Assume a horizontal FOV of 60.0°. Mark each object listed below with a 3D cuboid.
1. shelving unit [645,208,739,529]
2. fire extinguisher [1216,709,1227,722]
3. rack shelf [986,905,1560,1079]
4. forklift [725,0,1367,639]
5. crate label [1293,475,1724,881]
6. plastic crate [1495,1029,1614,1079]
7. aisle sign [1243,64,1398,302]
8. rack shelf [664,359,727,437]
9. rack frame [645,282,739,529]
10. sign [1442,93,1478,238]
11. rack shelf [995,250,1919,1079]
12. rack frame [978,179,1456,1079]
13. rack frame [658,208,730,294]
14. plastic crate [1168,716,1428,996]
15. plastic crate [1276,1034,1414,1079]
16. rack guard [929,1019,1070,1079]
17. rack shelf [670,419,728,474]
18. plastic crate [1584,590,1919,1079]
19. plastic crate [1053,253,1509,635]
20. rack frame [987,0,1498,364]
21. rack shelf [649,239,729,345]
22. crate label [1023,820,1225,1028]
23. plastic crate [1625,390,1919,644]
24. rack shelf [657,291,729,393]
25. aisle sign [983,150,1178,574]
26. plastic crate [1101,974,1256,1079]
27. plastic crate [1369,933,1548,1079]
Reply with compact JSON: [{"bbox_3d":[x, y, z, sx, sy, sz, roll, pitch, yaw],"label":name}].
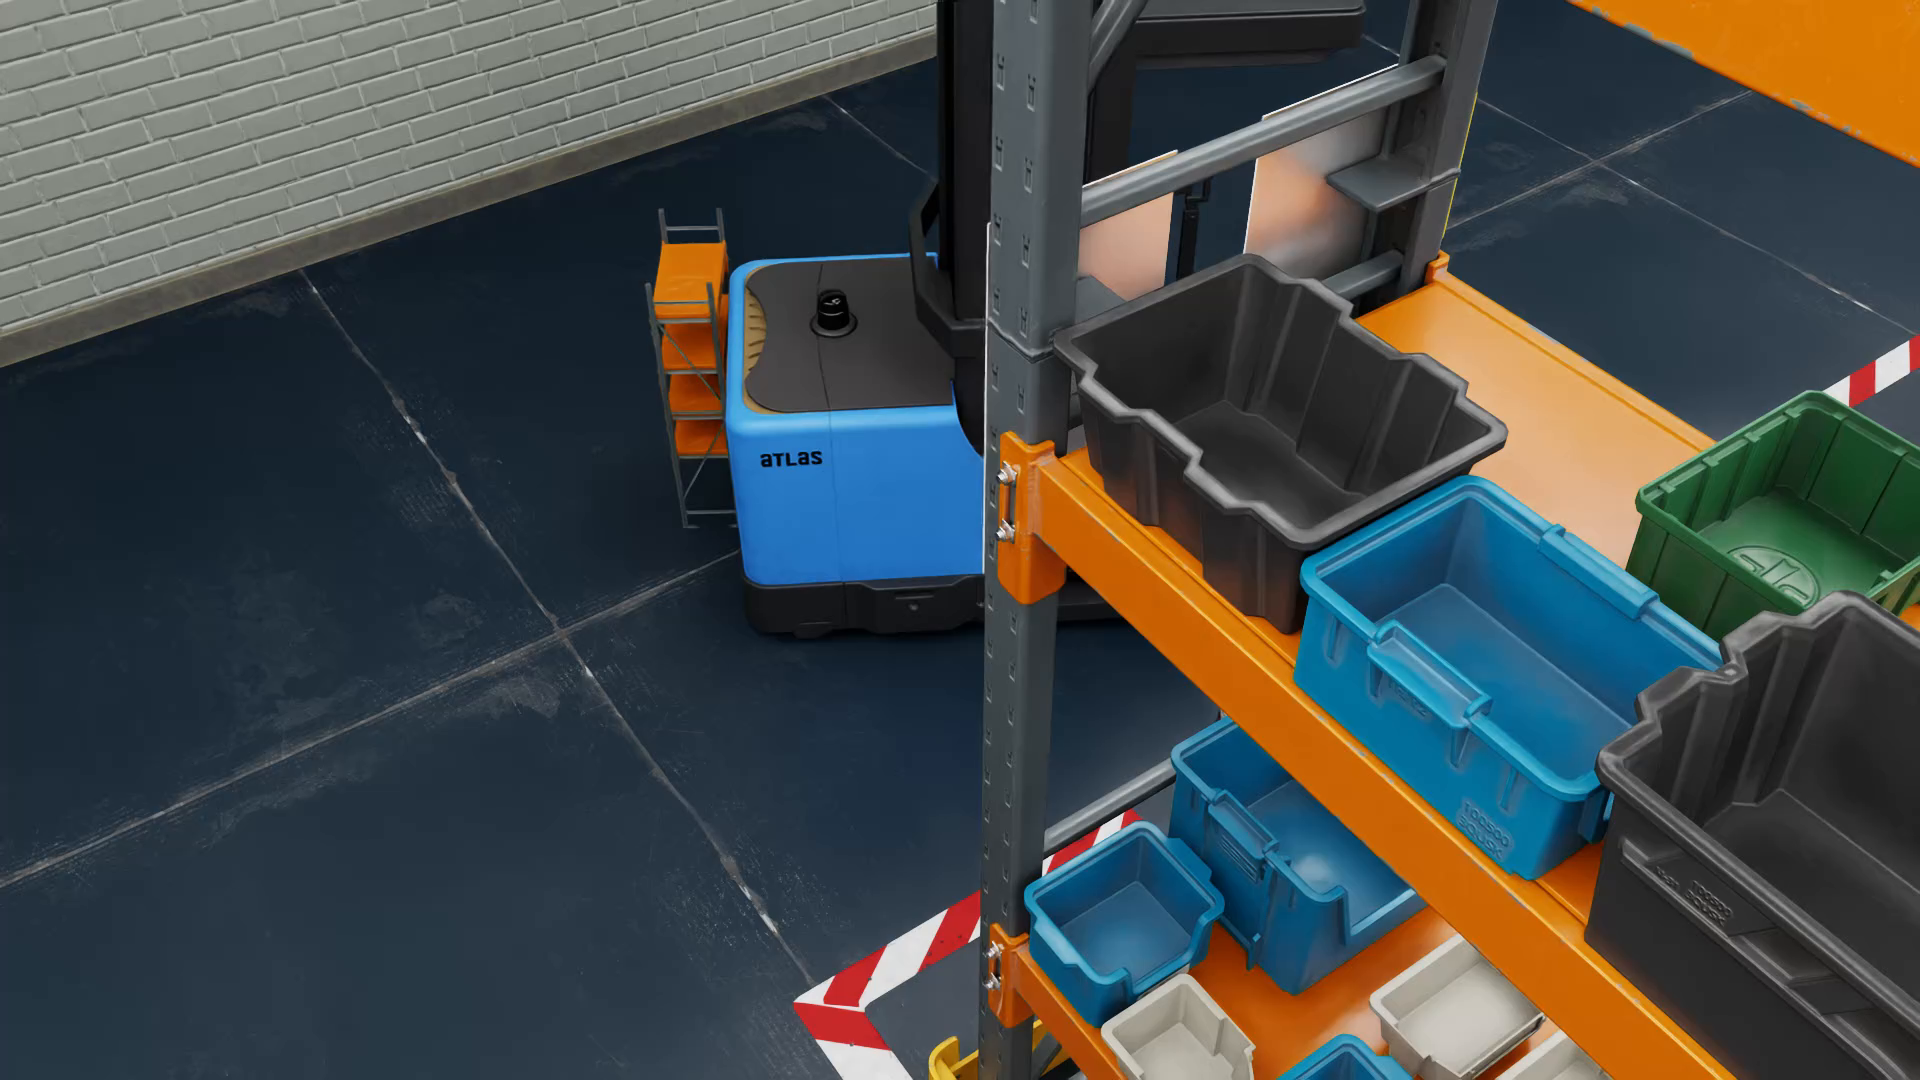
[{"bbox_3d":[-1.020,-0.656,6.568,0.258,1.200,0.503,-1,44,-1],"label":"shelving unit"},{"bbox_3d":[0.777,0.464,4.418,0.296,0.674,0.183,-26,49,-24],"label":"fire extinguisher"},{"bbox_3d":[1.635,1.959,3.047,1.077,0.370,4.000,-26,49,-24],"label":"rack shelf"},{"bbox_3d":[0.659,-1.098,5.777,3.031,2.935,1.130,-3,44,-3],"label":"forklift"},{"bbox_3d":[0.754,0.185,2.320,0.408,0.251,0.502,-26,49,-24],"label":"crate label"},{"bbox_3d":[1.260,1.200,3.469,0.396,0.136,0.243,-26,49,-24],"label":"plastic crate"},{"bbox_3d":[0.690,-0.531,3.251,0.394,0.787,0.004,-26,49,-24],"label":"aisle sign"},{"bbox_3d":[-1.020,-0.607,6.614,0.258,0.148,0.480,-1,44,-1],"label":"rack shelf"},{"bbox_3d":[-1.011,-0.487,6.391,0.240,1.200,0.015,-1,44,-1],"label":"rack frame"},{"bbox_3d":[0.933,-0.708,3.223,0.100,0.325,0.005,-26,49,-24],"label":"sign"},{"bbox_3d":[1.635,0.874,2.011,1.077,0.370,4.000,-26,49,-24],"label":"rack shelf"},{"bbox_3d":[0.491,0.566,3.985,1.000,3.000,0.127,-26,49,-24],"label":"rack frame"},{"bbox_3d":[-1.028,-0.824,6.744,0.240,1.200,0.015,-1,44,-1],"label":"rack frame"},{"bbox_3d":[0.836,0.647,3.831,0.616,0.435,0.499,-26,49,-24],"label":"plastic crate"},{"bbox_3d":[0.739,1.247,3.349,0.416,0.233,0.300,-26,49,-24],"label":"plastic crate"},{"bbox_3d":[0.466,1.461,4.857,1.175,0.500,0.348,-26,49,-24],"label":"rack guard"},{"bbox_3d":[-1.020,-0.463,6.751,0.258,0.148,0.480,-1,44,-1],"label":"rack shelf"},{"bbox_3d":[1.139,0.477,1.951,0.504,0.338,0.767,-26,49,-24],"label":"plastic crate"},{"bbox_3d":[0.482,-0.144,2.651,0.497,0.269,0.590,-26,49,-24],"label":"plastic crate"},{"bbox_3d":[0.491,-1.604,1.914,1.000,3.000,0.127,-26,49,-24],"label":"rack frame"},{"bbox_3d":[-1.020,-0.940,6.296,0.258,0.148,0.480,-1,44,-1],"label":"rack shelf"},{"bbox_3d":[0.362,0.875,3.739,0.416,0.233,0.303,-26,49,-24],"label":"crate label"},{"bbox_3d":[1.289,0.003,2.555,0.450,0.188,0.336,-26,49,-24],"label":"plastic crate"},{"bbox_3d":[-1.020,-0.769,6.460,0.258,0.148,0.480,-1,44,-1],"label":"rack shelf"},{"bbox_3d":[0.206,-0.298,3.007,0.394,0.787,0.004,-26,49,-24],"label":"aisle sign"},{"bbox_3d":[0.478,1.124,3.548,0.250,0.136,0.298,-26,49,-24],"label":"plastic crate"},{"bbox_3d":[1.106,1.030,3.647,0.396,0.136,0.243,-26,49,-24],"label":"plastic crate"}]
